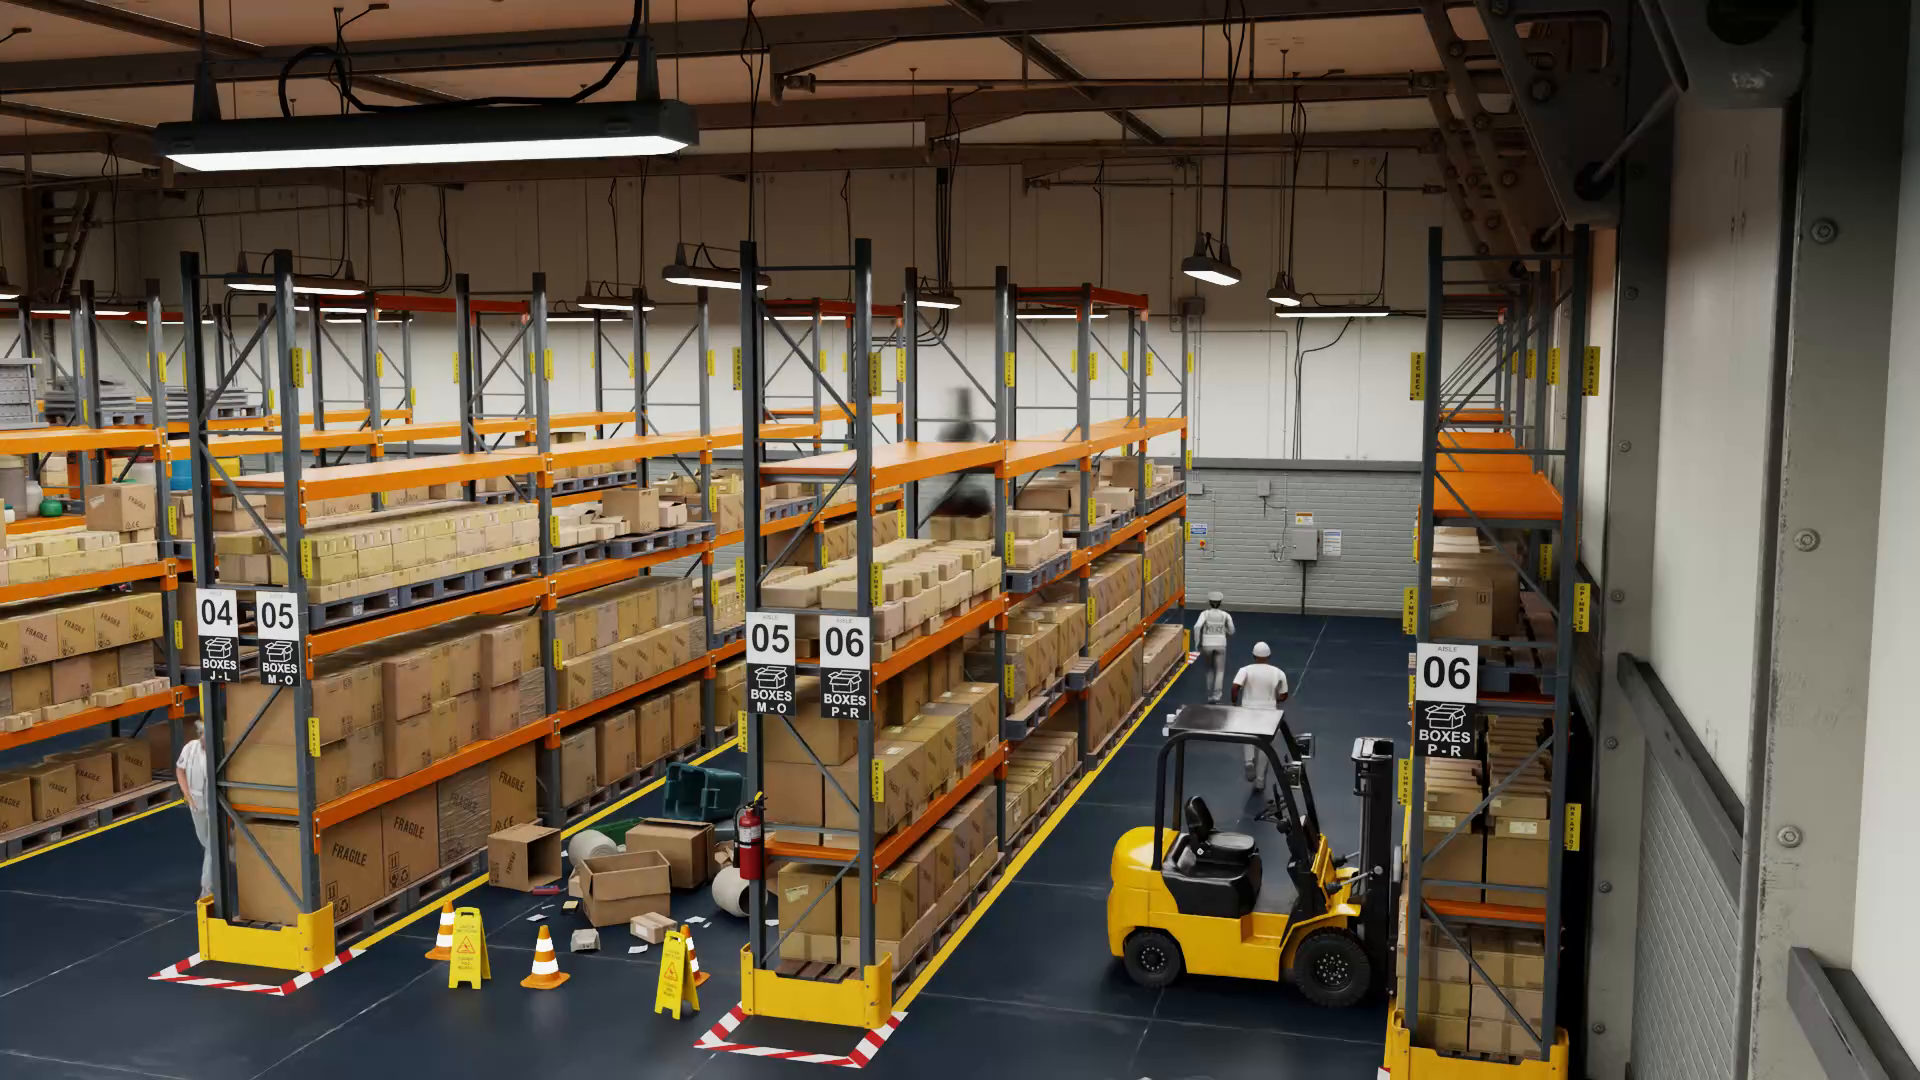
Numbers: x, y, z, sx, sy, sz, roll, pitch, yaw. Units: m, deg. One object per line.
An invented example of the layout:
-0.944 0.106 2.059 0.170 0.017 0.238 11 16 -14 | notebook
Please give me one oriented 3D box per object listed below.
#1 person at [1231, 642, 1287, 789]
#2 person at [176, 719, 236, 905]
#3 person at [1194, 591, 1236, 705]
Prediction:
3.574 2.070 19.944 0.683 1.715 0.700 1 6 8 | person
-7.175 2.535 16.056 0.663 1.777 1.035 0 6 -3 | person
3.699 1.598 24.181 0.598 1.702 0.919 1 6 10 | person
